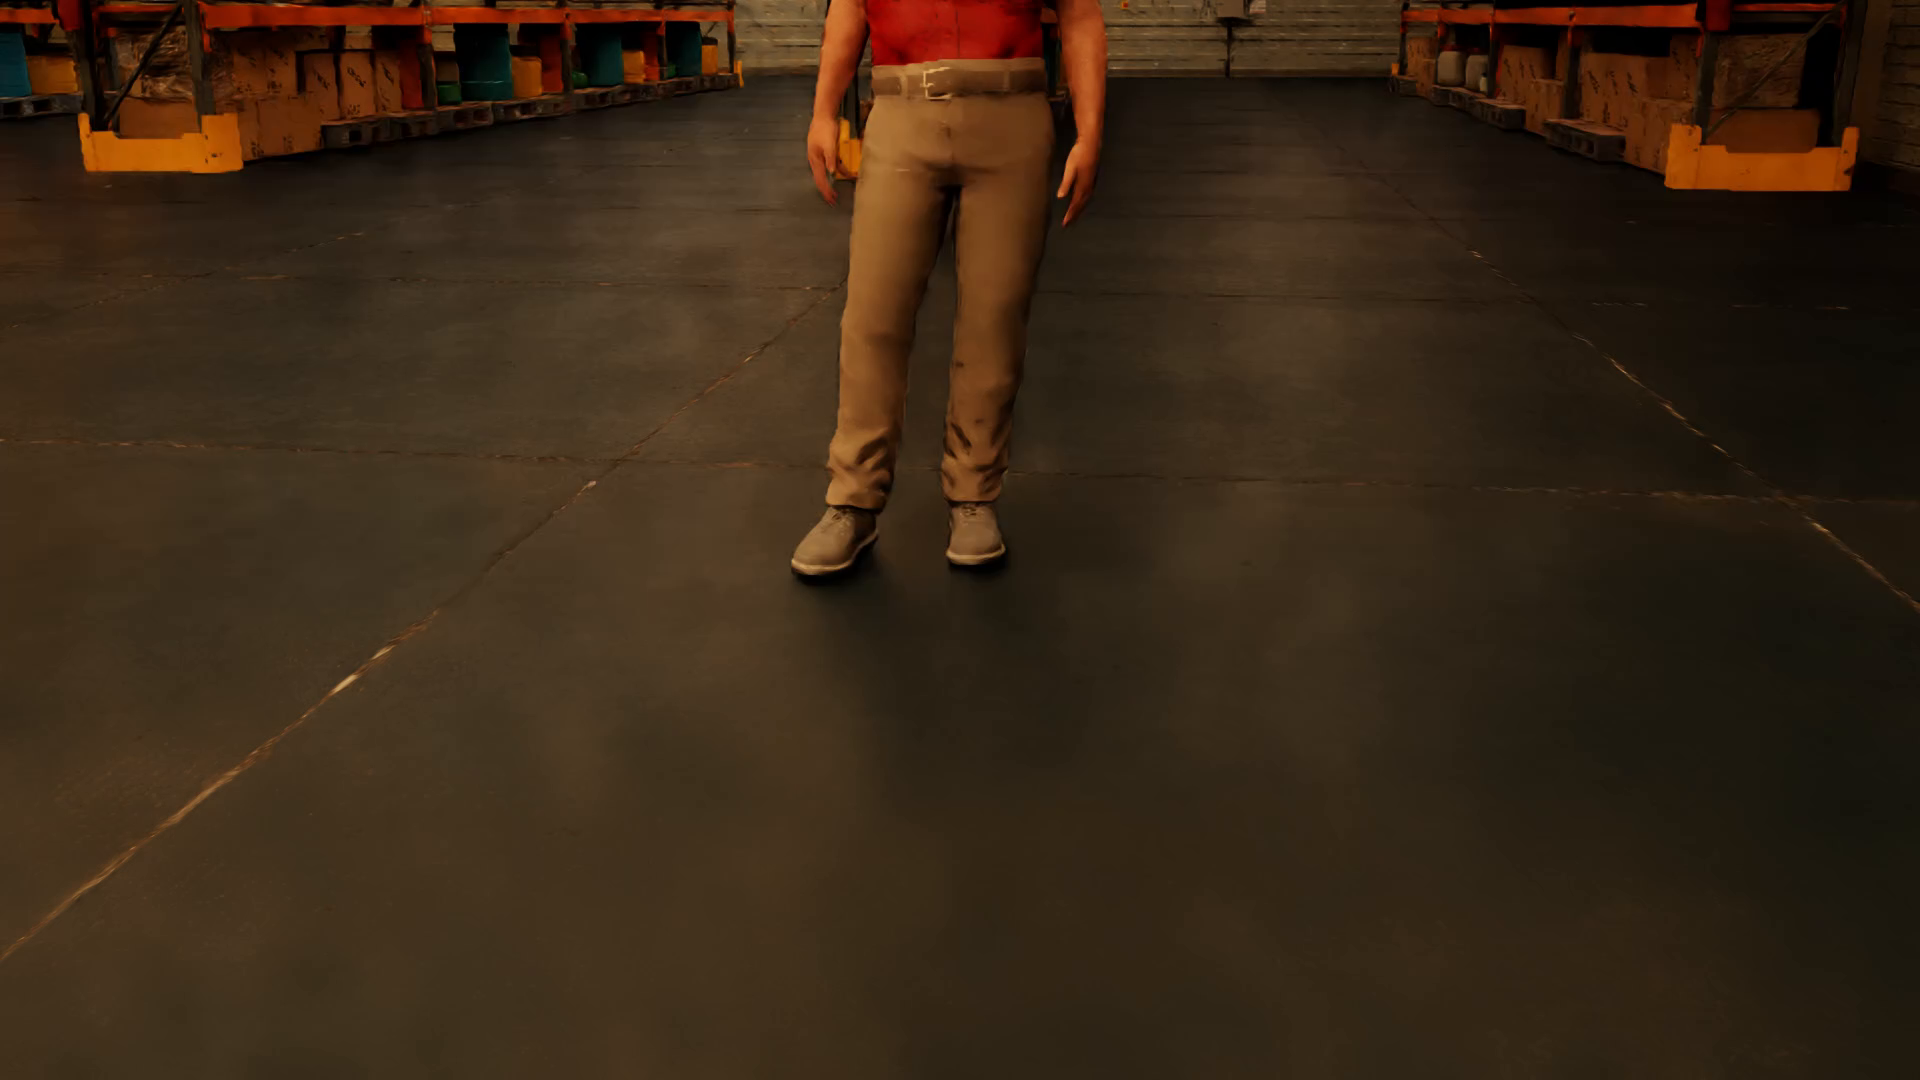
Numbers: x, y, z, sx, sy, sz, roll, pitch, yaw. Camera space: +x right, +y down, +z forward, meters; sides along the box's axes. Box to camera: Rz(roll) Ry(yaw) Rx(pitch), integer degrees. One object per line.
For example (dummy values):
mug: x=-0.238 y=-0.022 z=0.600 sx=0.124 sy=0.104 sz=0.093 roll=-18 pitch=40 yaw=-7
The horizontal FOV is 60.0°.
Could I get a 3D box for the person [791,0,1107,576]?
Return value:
person: x=-0.023 y=-0.806 z=3.480 sx=0.641 sy=1.728 sz=0.550 roll=2 pitch=18 yaw=7
